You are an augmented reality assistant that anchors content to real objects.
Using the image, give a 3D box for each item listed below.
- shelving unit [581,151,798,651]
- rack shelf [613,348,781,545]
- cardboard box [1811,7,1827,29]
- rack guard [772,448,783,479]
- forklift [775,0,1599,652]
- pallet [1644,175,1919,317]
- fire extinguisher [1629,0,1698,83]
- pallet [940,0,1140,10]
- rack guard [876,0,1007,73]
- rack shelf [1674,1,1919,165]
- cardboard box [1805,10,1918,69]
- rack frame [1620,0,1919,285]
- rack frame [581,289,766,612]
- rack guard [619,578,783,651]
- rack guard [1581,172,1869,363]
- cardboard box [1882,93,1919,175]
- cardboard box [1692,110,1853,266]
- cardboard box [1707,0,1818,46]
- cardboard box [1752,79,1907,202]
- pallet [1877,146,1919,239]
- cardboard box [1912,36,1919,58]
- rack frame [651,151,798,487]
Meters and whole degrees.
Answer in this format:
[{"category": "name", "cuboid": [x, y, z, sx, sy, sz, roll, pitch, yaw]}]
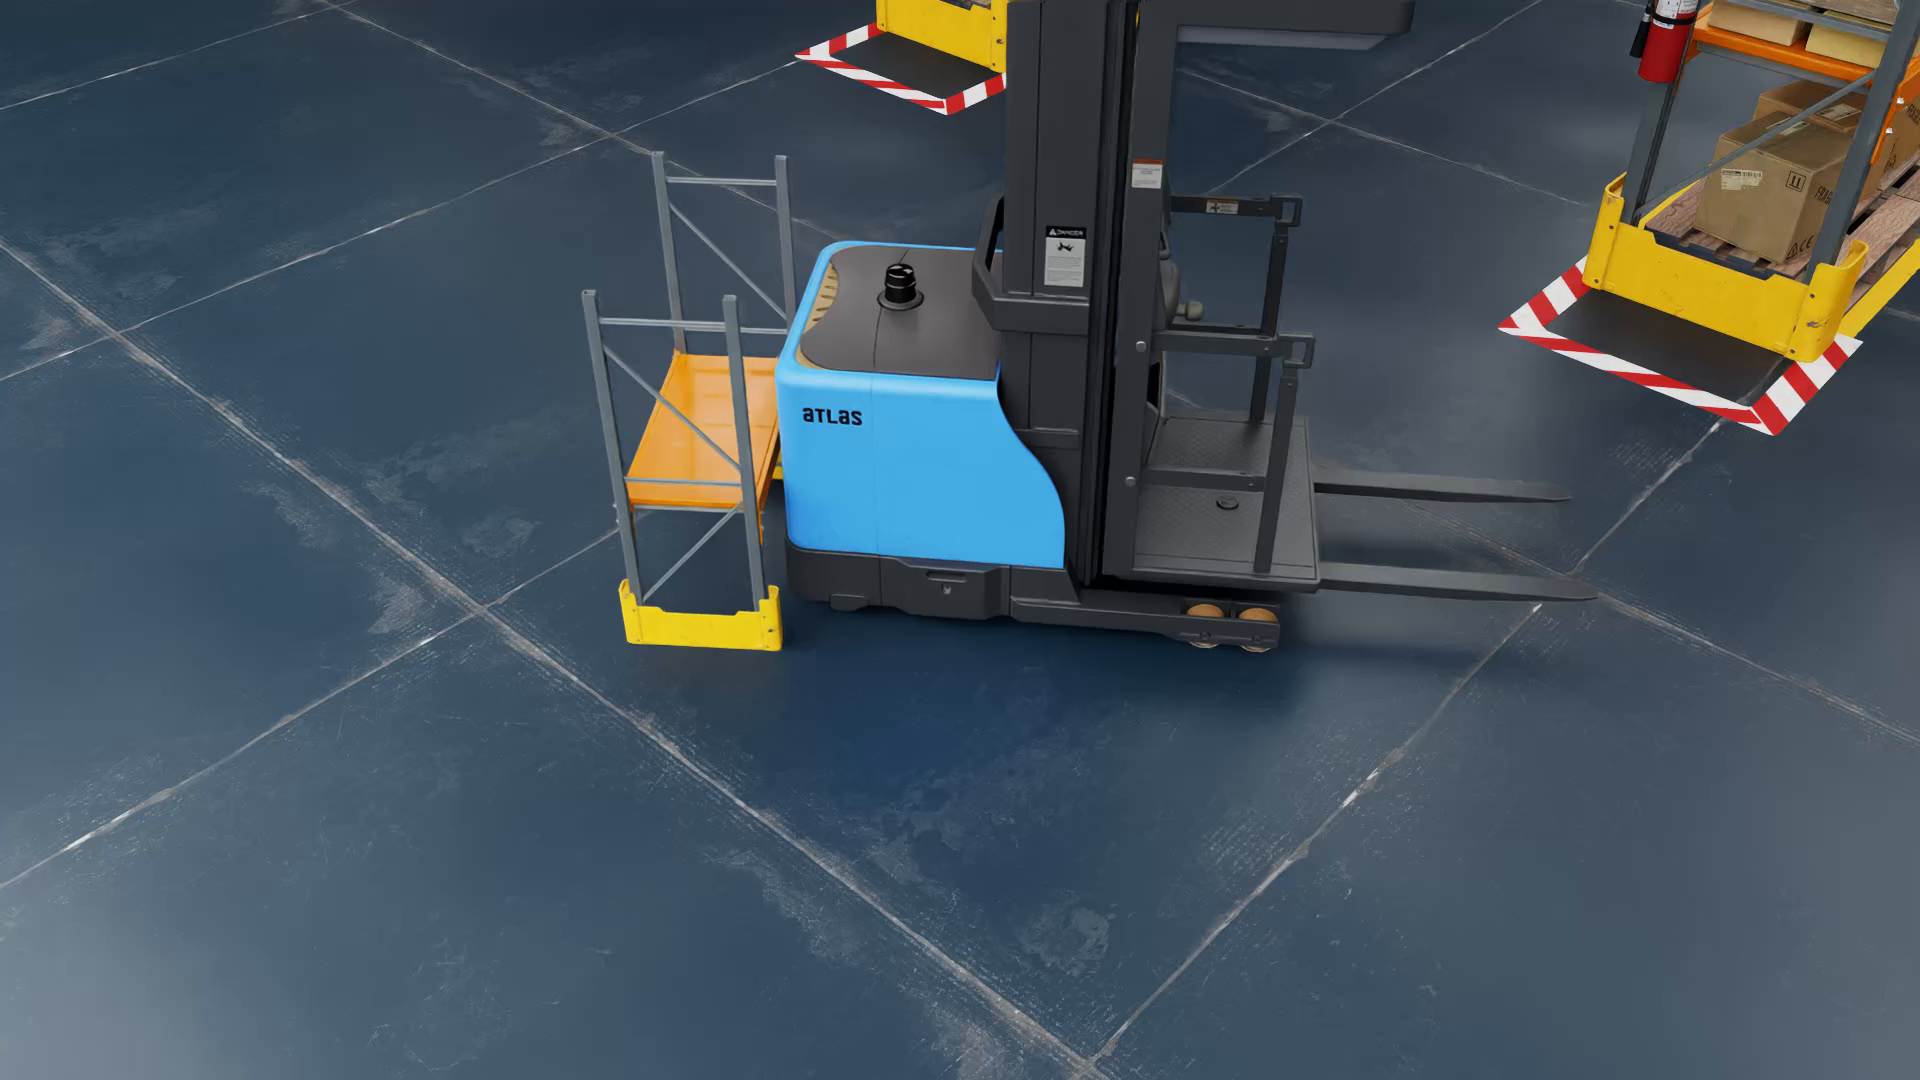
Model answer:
[{"category": "shelving unit", "cuboid": [-0.924, -0.520, 6.198, 0.587, 1.500, 1.083, 3, 39, 3]}, {"category": "rack shelf", "cuboid": [-0.925, -0.373, 6.303, 0.538, 0.185, 1.000, 3, 39, 3]}, {"category": "cardboard box", "cuboid": [3.817, -2.510, 7.699, 0.380, 0.149, 0.250, 30, 47, 32]}, {"category": "rack guard", "cuboid": [-0.886, -0.340, 6.976, 0.587, 0.250, 0.087, 3, 39, 3]}, {"category": "forklift", "cuboid": [0.891, -1.080, 5.754, 3.031, 2.935, 1.130, 4, 39, 5]}, {"category": "pallet", "cuboid": [4.234, -1.578, 8.565, 1.003, 0.211, 1.213, 30, 47, 32]}, {"category": "fire extinguisher", "cuboid": [3.191, -2.387, 7.404, 0.296, 0.674, 0.183, 30, 47, 32]}, {"category": "pallet", "cuboid": [0.521, -3.690, 11.221, 1.003, 0.211, 1.213, 30, 47, 32]}, {"category": "rack guard", "cuboid": [-0.031, -3.433, 10.665, 1.175, 0.500, 0.348, 30, 47, 32]}, {"category": "rack shelf", "cuboid": [4.957, -2.914, 8.582, 1.077, 0.370, 4.000, 30, 47, 32]}, {"category": "cardboard box", "cuboid": [3.976, -2.209, 7.320, 0.380, 0.149, 0.250, 30, 47, 32]}, {"category": "rack frame", "cuboid": [3.608, -2.277, 7.203, 1.000, 3.000, 0.127, 30, 47, 32]}, {"category": "rack frame", "cuboid": [-0.963, -0.199, 5.794, 0.500, 1.500, 0.032, 3, 39, 3]}, {"category": "rack guard", "cuboid": [-0.961, 0.279, 6.198, 0.587, 0.250, 0.087, 3, 39, 3]}, {"category": "rack guard", "cuboid": [3.659, -1.333, 8.025, 1.175, 0.500, 0.348, 30, 47, 32]}, {"category": "cardboard box", "cuboid": [4.856, -2.311, 8.917, 0.500, 0.500, 0.500, -29, 47, -32]}, {"category": "cardboard box", "cuboid": [4.042, -1.742, 8.202, 0.500, 0.500, 0.500, -25, 45, -28]}, {"category": "cardboard box", "cuboid": [3.648, -2.396, 7.555, 0.380, 0.149, 0.250, 30, 47, 32]}, {"category": "cardboard box", "cuboid": [4.420, -2.031, 8.566, 0.500, 0.500, 0.500, -22, 43, -25]}, {"category": "pallet", "cuboid": [5.057, -2.136, 9.267, 1.003, 0.211, 1.213, 30, 47, 32]}, {"category": "cardboard box", "cuboid": [4.159, -2.316, 7.454, 0.380, 0.149, 0.250, 30, 47, 32]}, {"category": "rack frame", "cuboid": [-0.886, -0.830, 6.588, 0.500, 1.500, 0.032, 3, 39, 3]}]
